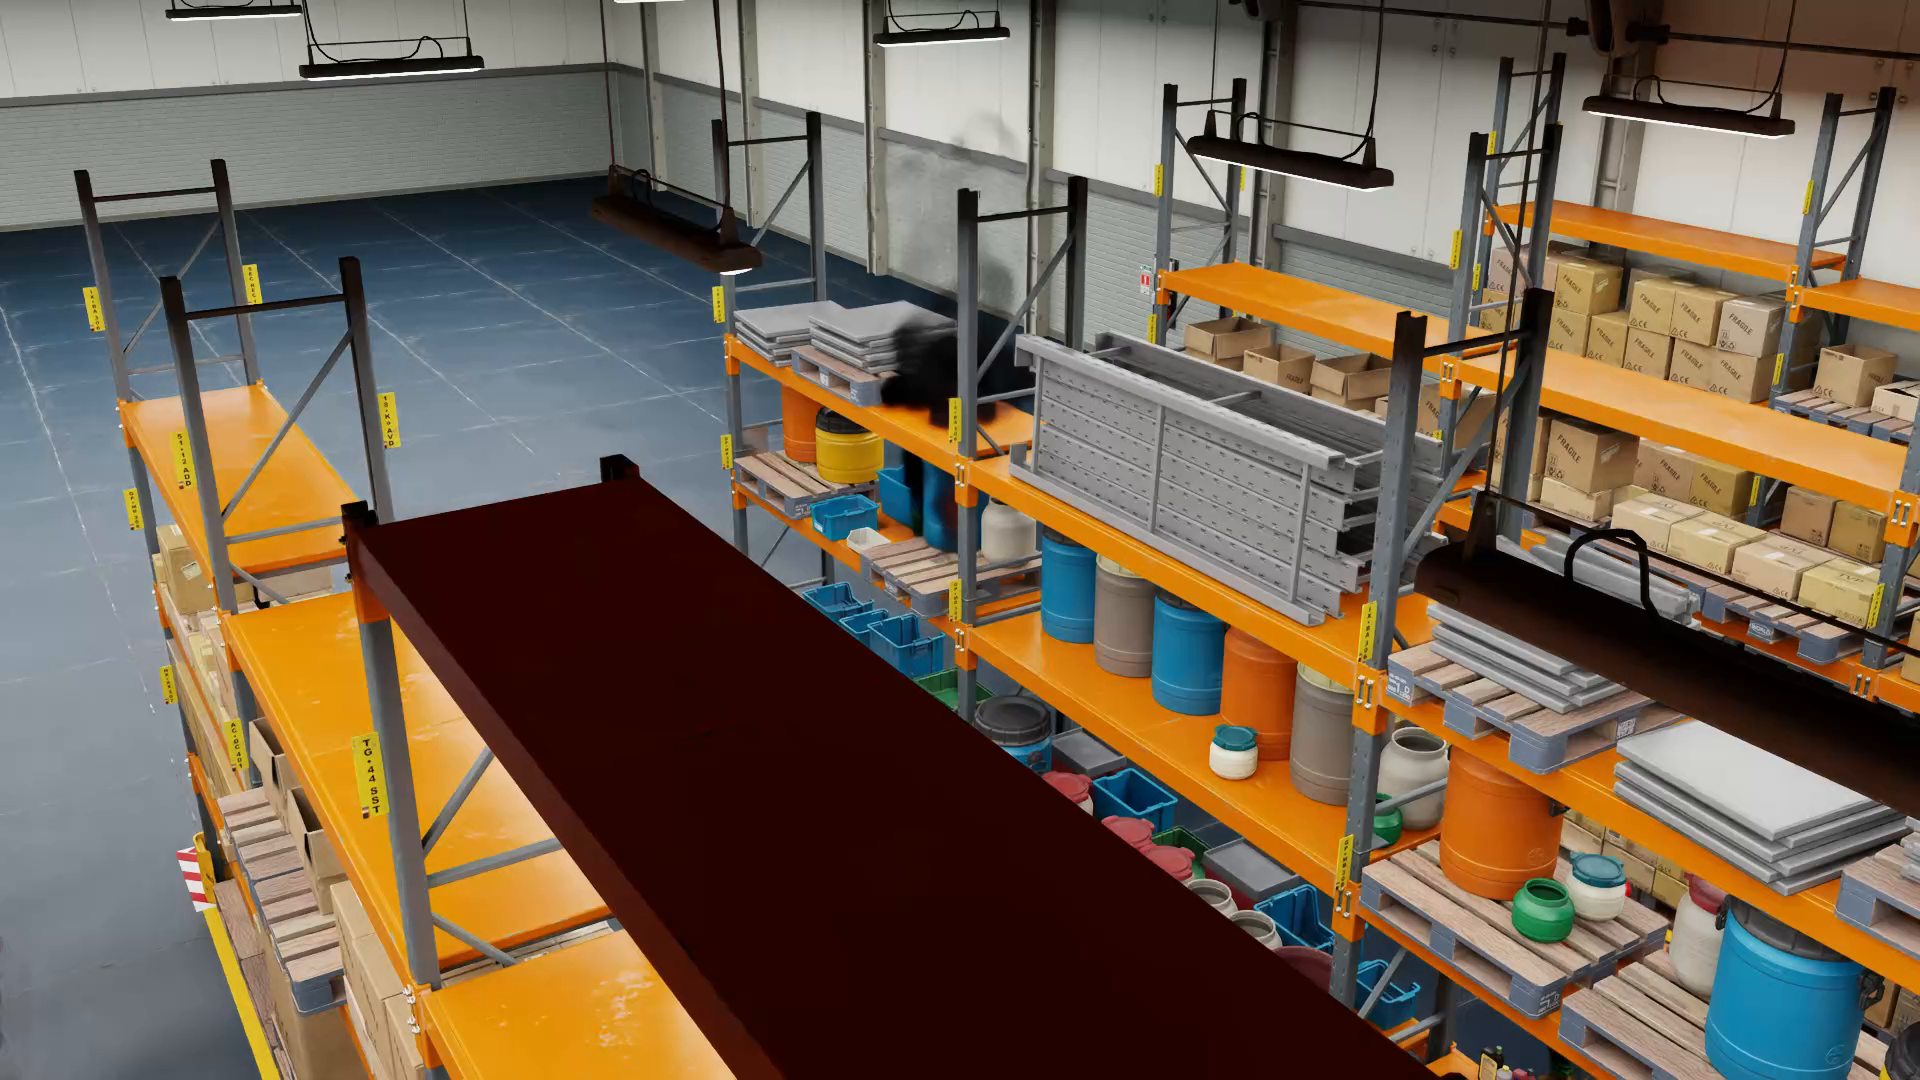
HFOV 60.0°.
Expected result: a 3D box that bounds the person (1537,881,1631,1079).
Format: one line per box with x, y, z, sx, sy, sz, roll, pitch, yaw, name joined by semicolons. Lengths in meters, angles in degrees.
4.306;3.044;11.407;0.613;1.824;0.705;-18;28;-37;person
